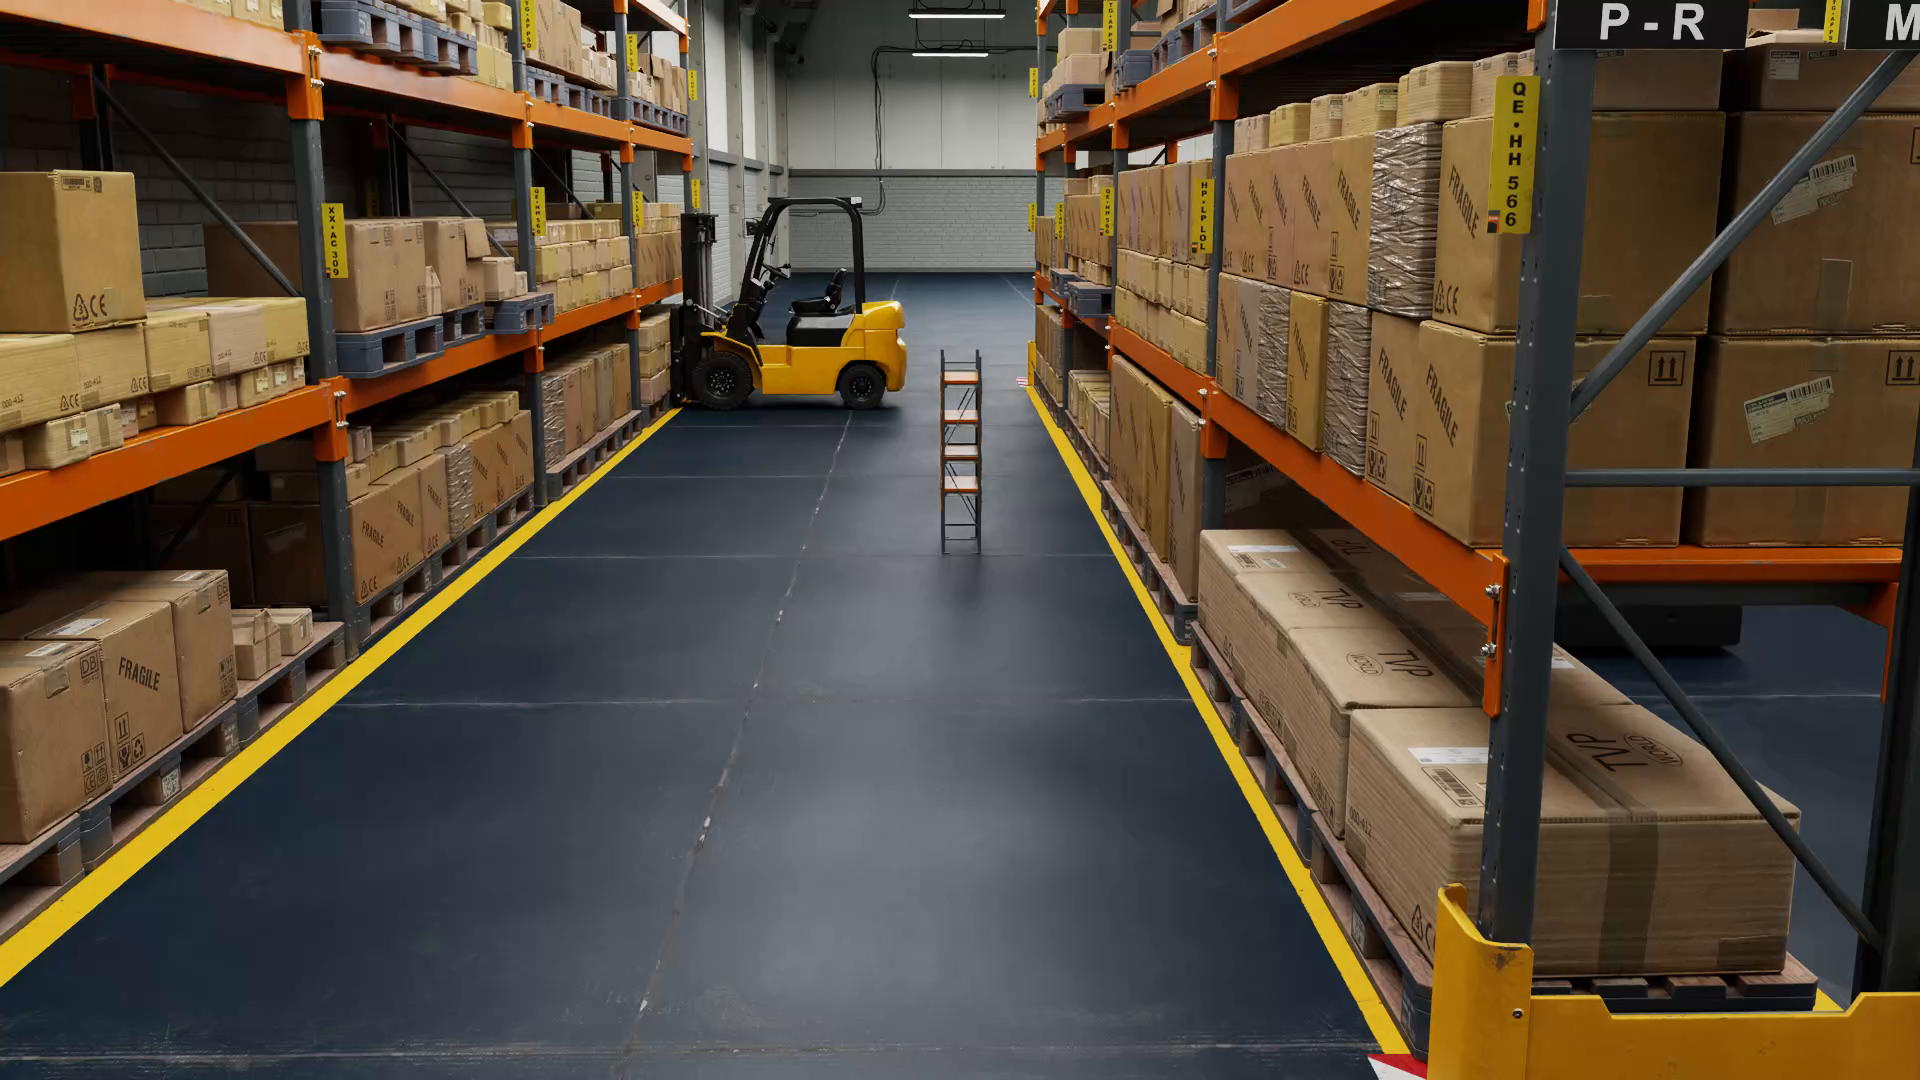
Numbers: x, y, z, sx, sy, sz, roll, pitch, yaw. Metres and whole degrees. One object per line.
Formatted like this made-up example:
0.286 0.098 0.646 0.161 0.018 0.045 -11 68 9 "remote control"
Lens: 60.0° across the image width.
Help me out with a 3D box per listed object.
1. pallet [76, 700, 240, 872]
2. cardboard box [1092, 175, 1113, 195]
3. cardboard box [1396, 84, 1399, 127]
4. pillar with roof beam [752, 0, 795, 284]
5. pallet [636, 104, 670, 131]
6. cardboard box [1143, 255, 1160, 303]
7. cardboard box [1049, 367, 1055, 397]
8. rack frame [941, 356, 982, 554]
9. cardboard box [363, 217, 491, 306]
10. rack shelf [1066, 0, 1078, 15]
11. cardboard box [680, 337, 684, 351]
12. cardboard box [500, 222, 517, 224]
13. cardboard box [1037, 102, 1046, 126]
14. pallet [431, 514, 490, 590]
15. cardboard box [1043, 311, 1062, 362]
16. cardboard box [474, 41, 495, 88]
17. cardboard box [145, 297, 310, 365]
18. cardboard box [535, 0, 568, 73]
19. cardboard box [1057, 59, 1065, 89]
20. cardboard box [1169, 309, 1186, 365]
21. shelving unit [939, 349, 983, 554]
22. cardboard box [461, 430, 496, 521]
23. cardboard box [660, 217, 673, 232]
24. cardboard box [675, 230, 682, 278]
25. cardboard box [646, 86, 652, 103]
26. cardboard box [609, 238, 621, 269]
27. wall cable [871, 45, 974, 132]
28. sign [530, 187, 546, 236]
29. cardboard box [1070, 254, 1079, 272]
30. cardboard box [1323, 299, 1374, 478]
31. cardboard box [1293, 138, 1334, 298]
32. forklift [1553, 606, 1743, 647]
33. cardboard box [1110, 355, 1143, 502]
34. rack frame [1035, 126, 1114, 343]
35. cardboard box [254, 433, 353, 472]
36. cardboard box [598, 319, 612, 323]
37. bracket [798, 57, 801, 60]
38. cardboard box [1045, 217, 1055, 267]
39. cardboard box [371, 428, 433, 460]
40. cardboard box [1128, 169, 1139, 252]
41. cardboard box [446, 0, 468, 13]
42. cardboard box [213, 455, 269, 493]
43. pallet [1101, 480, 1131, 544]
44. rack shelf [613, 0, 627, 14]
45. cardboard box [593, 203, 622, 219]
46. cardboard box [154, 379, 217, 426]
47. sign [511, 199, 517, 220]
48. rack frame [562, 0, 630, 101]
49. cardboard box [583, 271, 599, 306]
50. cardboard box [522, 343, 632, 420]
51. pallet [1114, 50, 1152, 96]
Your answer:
-3.287 0.843 5.874 1.003 0.211 1.213 0 11 -1 "pallet"
1.235 -2.762 12.943 0.380 0.149 0.250 -1 11 -4 "cardboard box"
1.491 -1.261 4.832 0.380 0.149 0.250 0 11 -2 "cardboard box"
-0.655 -10.875 41.532 9.100 9.000 0.548 0 11 -1 "pillar with roof beam"
-3.560 -4.332 17.045 1.003 0.211 1.213 0 11 -1 "pallet"
1.320 -1.487 9.463 0.500 0.250 0.500 0 11 0 "cardboard box"
1.167 -1.595 16.738 0.500 0.250 0.500 -1 11 -3 "cardboard box"
0.008 -0.507 10.039 0.240 1.200 0.015 0 11 -1 "rack frame"
-3.193 -1.631 9.740 0.797 0.503 0.637 -1 11 -2 "cardboard box"
1.510 -4.509 12.966 1.077 0.370 4.000 0 11 -1 "rack shelf"
-3.223 -2.094 17.941 0.500 0.250 0.500 0 11 -2 "cardboard box"
-3.671 -2.434 13.132 0.380 0.149 0.250 0 11 0 "cardboard box"
1.130 -4.751 18.520 0.500 0.250 0.500 0 11 -2 "cardboard box"
-3.411 0.058 9.740 1.003 0.211 1.213 0 11 -1 "pallet"
1.144 -2.166 17.664 0.500 0.500 0.500 0 11 0 "cardboard box"
-3.147 -2.894 10.114 0.500 0.250 0.500 0 11 -1 "cardboard box"
-3.074 -0.876 6.960 0.500 0.250 0.500 0 11 0 "cardboard box"
-3.293 -3.717 12.235 0.700 0.500 0.500 0 11 -2 "cardboard box"
1.091 -3.899 14.009 0.500 0.250 0.500 0 11 -2 "cardboard box"
1.363 -1.041 8.521 0.500 0.250 0.500 0 11 -2 "cardboard box"
0.003 -0.555 10.278 0.258 1.200 0.503 0 11 -1 "shelving unit"
-3.174 -0.393 10.181 0.500 0.500 0.500 0 11 1 "cardboard box"
-3.238 -3.333 17.561 0.380 0.149 0.250 0 11 -1 "cardboard box"
-3.303 -3.138 18.231 0.500 0.500 0.500 0 11 1 "cardboard box"
-3.216 -4.339 16.181 0.380 0.149 0.250 0 11 1 "cardboard box"
-3.210 -2.467 14.292 0.500 0.250 0.500 -1 11 -3 "cardboard box"
-1.117 -13.606 50.099 3.097 2.526 0.112 0 11 -1 "wall cable"
-2.869 -2.231 11.301 0.100 0.325 0.005 0 11 -1 "sign"
1.160 -2.437 14.602 0.380 0.149 0.250 0 11 0 "cardboard box"
1.426 -0.475 5.106 0.500 0.500 0.500 0 11 0 "cardboard box"
1.413 -1.065 5.500 0.500 0.500 0.500 0 11 -2 "cardboard box"
3.120 -1.171 8.960 1.130 2.935 3.031 0 11 -1 "forklift"
1.482 -0.747 10.983 0.875 0.875 0.875 0 11 -2 "cardboard box"
1.386 -3.310 19.330 1.000 3.000 0.127 0 11 -1 "rack frame"
-3.131 -0.420 7.937 0.380 0.149 0.250 0 11 -2 "cardboard box"
-3.723 -2.040 16.414 0.500 0.250 0.500 0 11 -2 "cardboard box"
-4.774 -14.252 49.124 0.076 0.066 3.189 0 11 -1 "bracket"
1.163 -3.104 17.316 0.500 0.500 0.500 0 11 -2 "cardboard box"
-3.160 -0.534 9.246 0.380 0.149 0.250 0 11 1 "cardboard box"
1.337 -2.061 10.409 0.500 0.500 0.500 0 11 -1 "cardboard box"
-3.089 -3.161 9.680 0.380 0.149 0.250 0 11 -2 "cardboard box"
-3.635 -0.326 8.223 0.380 0.149 0.250 0 11 -1 "cardboard box"
1.492 -0.196 10.995 1.003 0.211 1.213 0 11 -1 "pallet"
-3.453 -4.488 12.862 1.077 0.370 4.000 0 11 -1 "rack shelf"
-3.204 -3.071 15.521 0.380 0.149 0.250 0 11 0 "cardboard box"
-3.001 -0.512 6.170 0.380 0.149 0.250 0 11 -2 "cardboard box"
-4.049 -2.954 15.200 0.100 0.325 0.005 0 11 -1 "sign"
-3.494 -5.434 14.711 1.000 3.000 0.127 0 11 -1 "rack frame"
-3.208 -2.020 13.348 0.500 0.250 0.500 0 11 1 "cardboard box"
-3.472 -1.432 14.990 0.875 0.625 0.625 0 11 1 "cardboard box"
1.618 -2.970 10.583 1.213 0.211 1.003 0 11 1 "pallet"
